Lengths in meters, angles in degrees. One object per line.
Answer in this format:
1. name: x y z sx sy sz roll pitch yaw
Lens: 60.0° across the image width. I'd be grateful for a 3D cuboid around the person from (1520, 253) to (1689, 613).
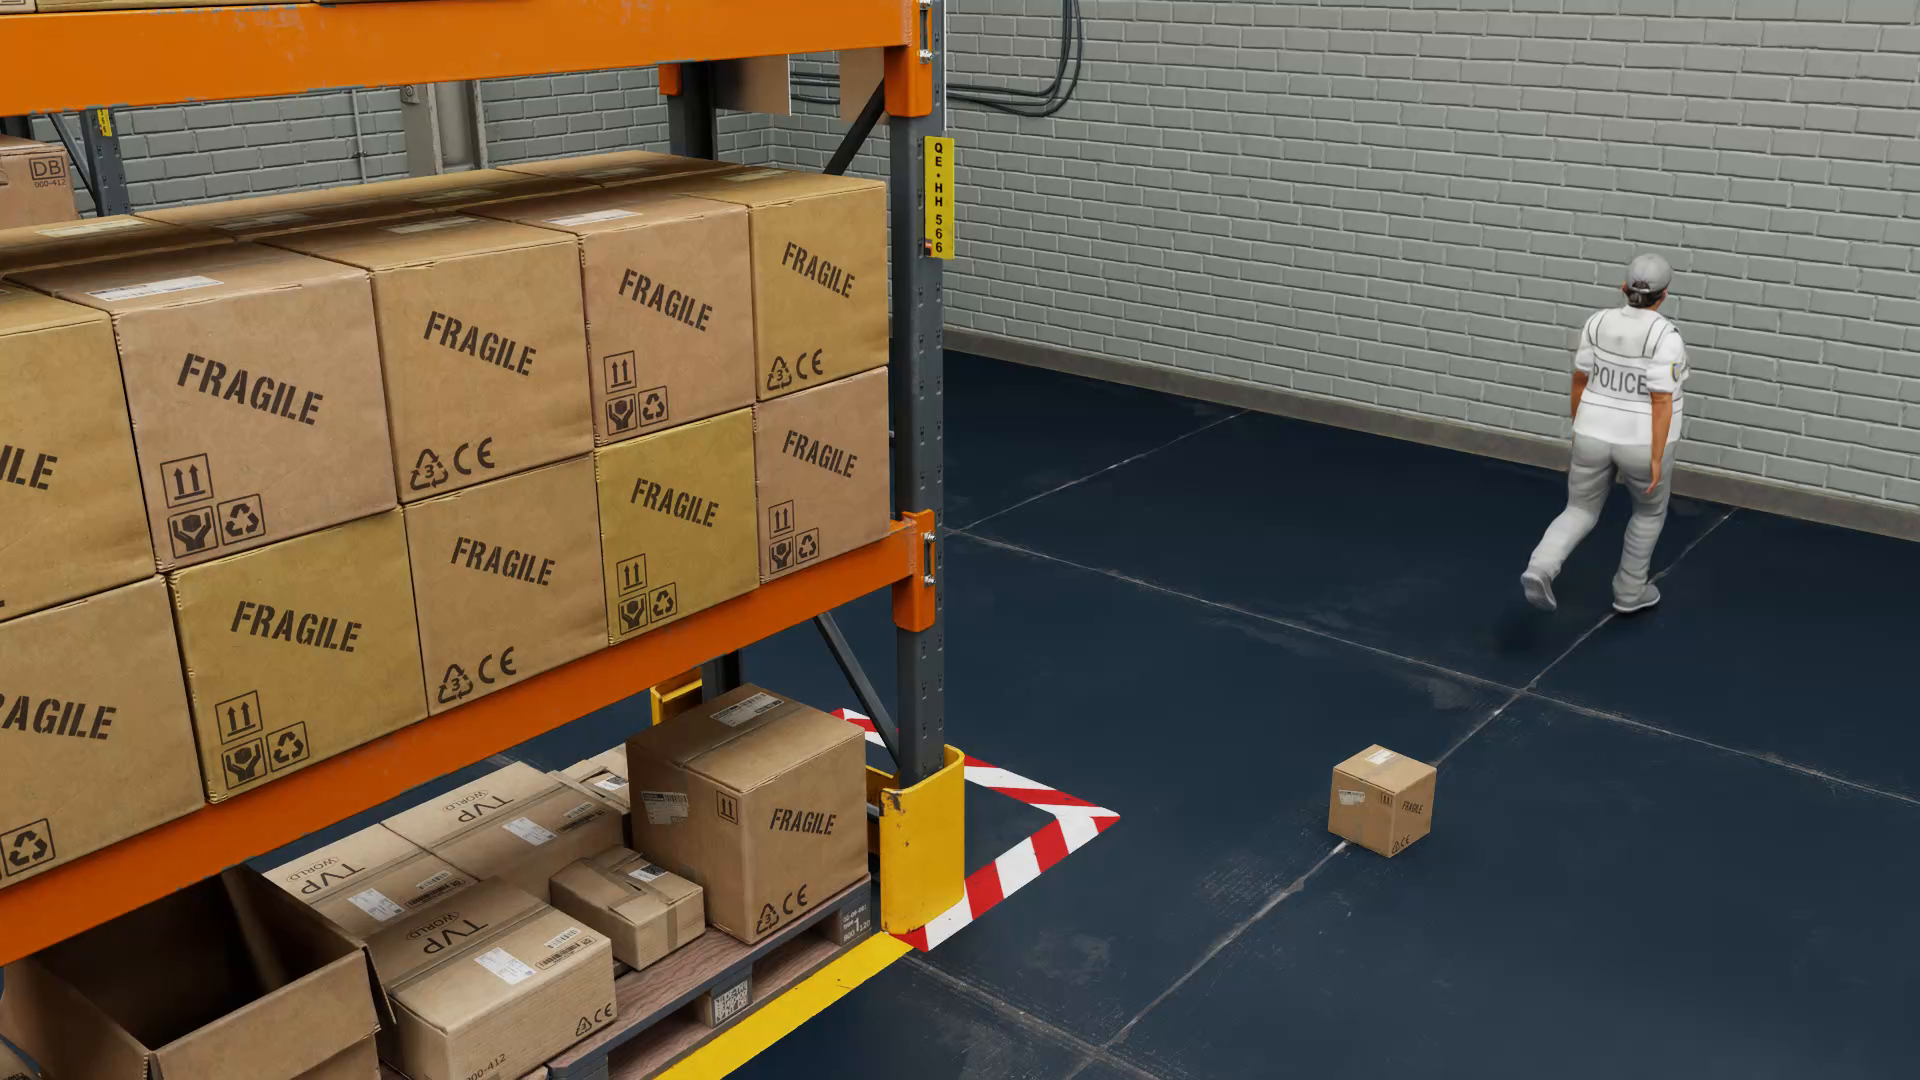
1. person: 2.843 -0.431 7.207 0.816 1.628 0.482 -18 27 -40
